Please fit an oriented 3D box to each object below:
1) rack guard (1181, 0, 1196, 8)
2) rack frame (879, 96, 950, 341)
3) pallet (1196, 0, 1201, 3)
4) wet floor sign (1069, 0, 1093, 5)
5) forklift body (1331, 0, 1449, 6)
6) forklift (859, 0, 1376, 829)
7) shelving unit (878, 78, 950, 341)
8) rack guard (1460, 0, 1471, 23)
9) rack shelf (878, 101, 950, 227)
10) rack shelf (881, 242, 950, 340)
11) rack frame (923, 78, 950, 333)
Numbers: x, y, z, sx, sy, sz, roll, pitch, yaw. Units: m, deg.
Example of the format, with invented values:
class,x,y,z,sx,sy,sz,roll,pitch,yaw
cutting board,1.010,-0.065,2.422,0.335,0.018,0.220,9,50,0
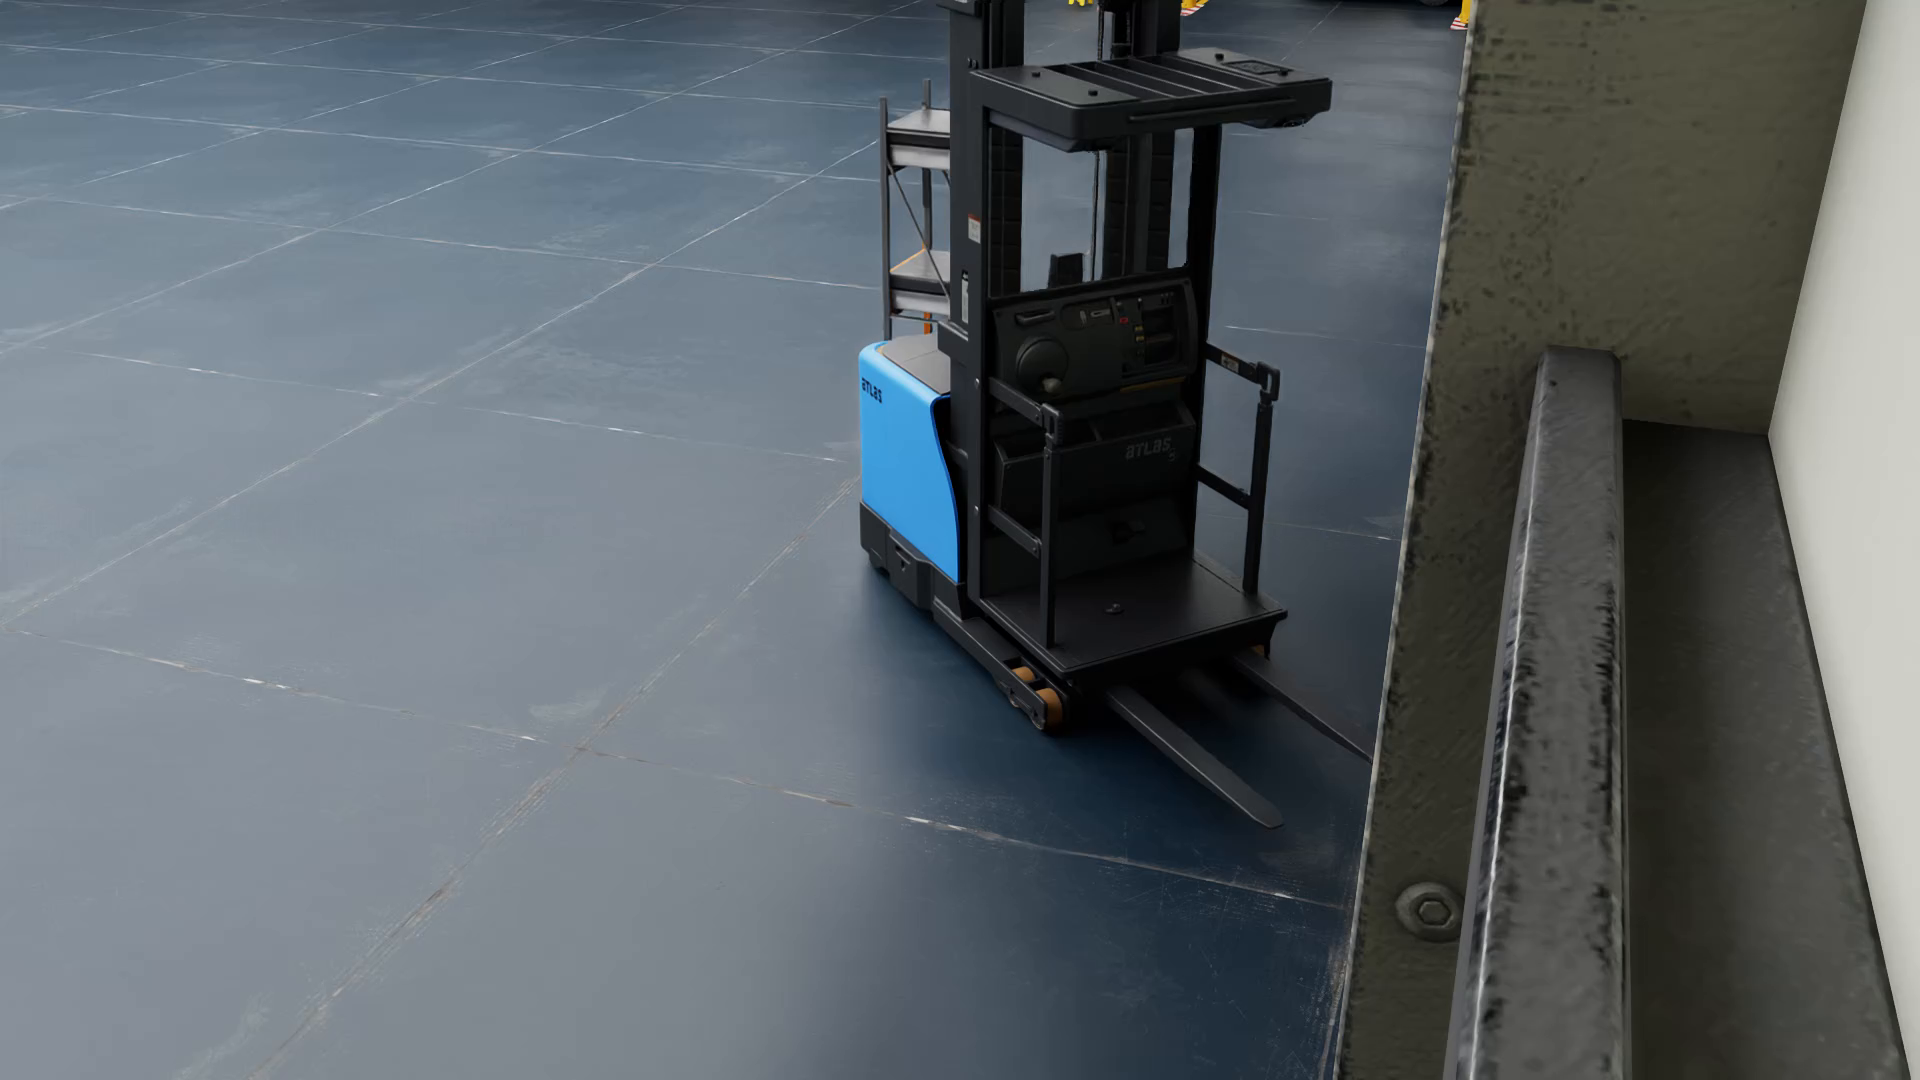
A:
class,x,y,z,sx,sy,sz,roll,pitch,yaw
rack guard,2.892,-8.143,24.496,1.175,0.500,0.348,9,27,17
rack frame,-0.186,-1.056,8.021,0.400,2.100,0.015,11,28,21
pallet,3.196,-8.342,25.237,1.003,0.211,1.213,9,27,17
wet floor sign,1.795,-8.255,24.559,0.267,0.644,0.232,20,32,35
forklift body,6.460,-9.181,24.744,2.313,2.155,1.214,9,27,17
forklift,0.653,-0.781,6.500,1.130,2.935,3.031,-13,29,-25
shelving unit,-0.089,-1.153,8.223,0.431,2.100,0.503,11,28,21
rack guard,7.541,-7.384,22.927,1.175,0.500,0.348,9,27,17
rack shelf,-0.089,-1.771,7.924,0.431,0.518,0.480,11,28,21
rack shelf,-0.089,-1.141,8.229,0.431,0.518,0.480,11,28,21
rack frame,0.007,-1.251,8.425,0.400,2.100,0.015,11,28,21
